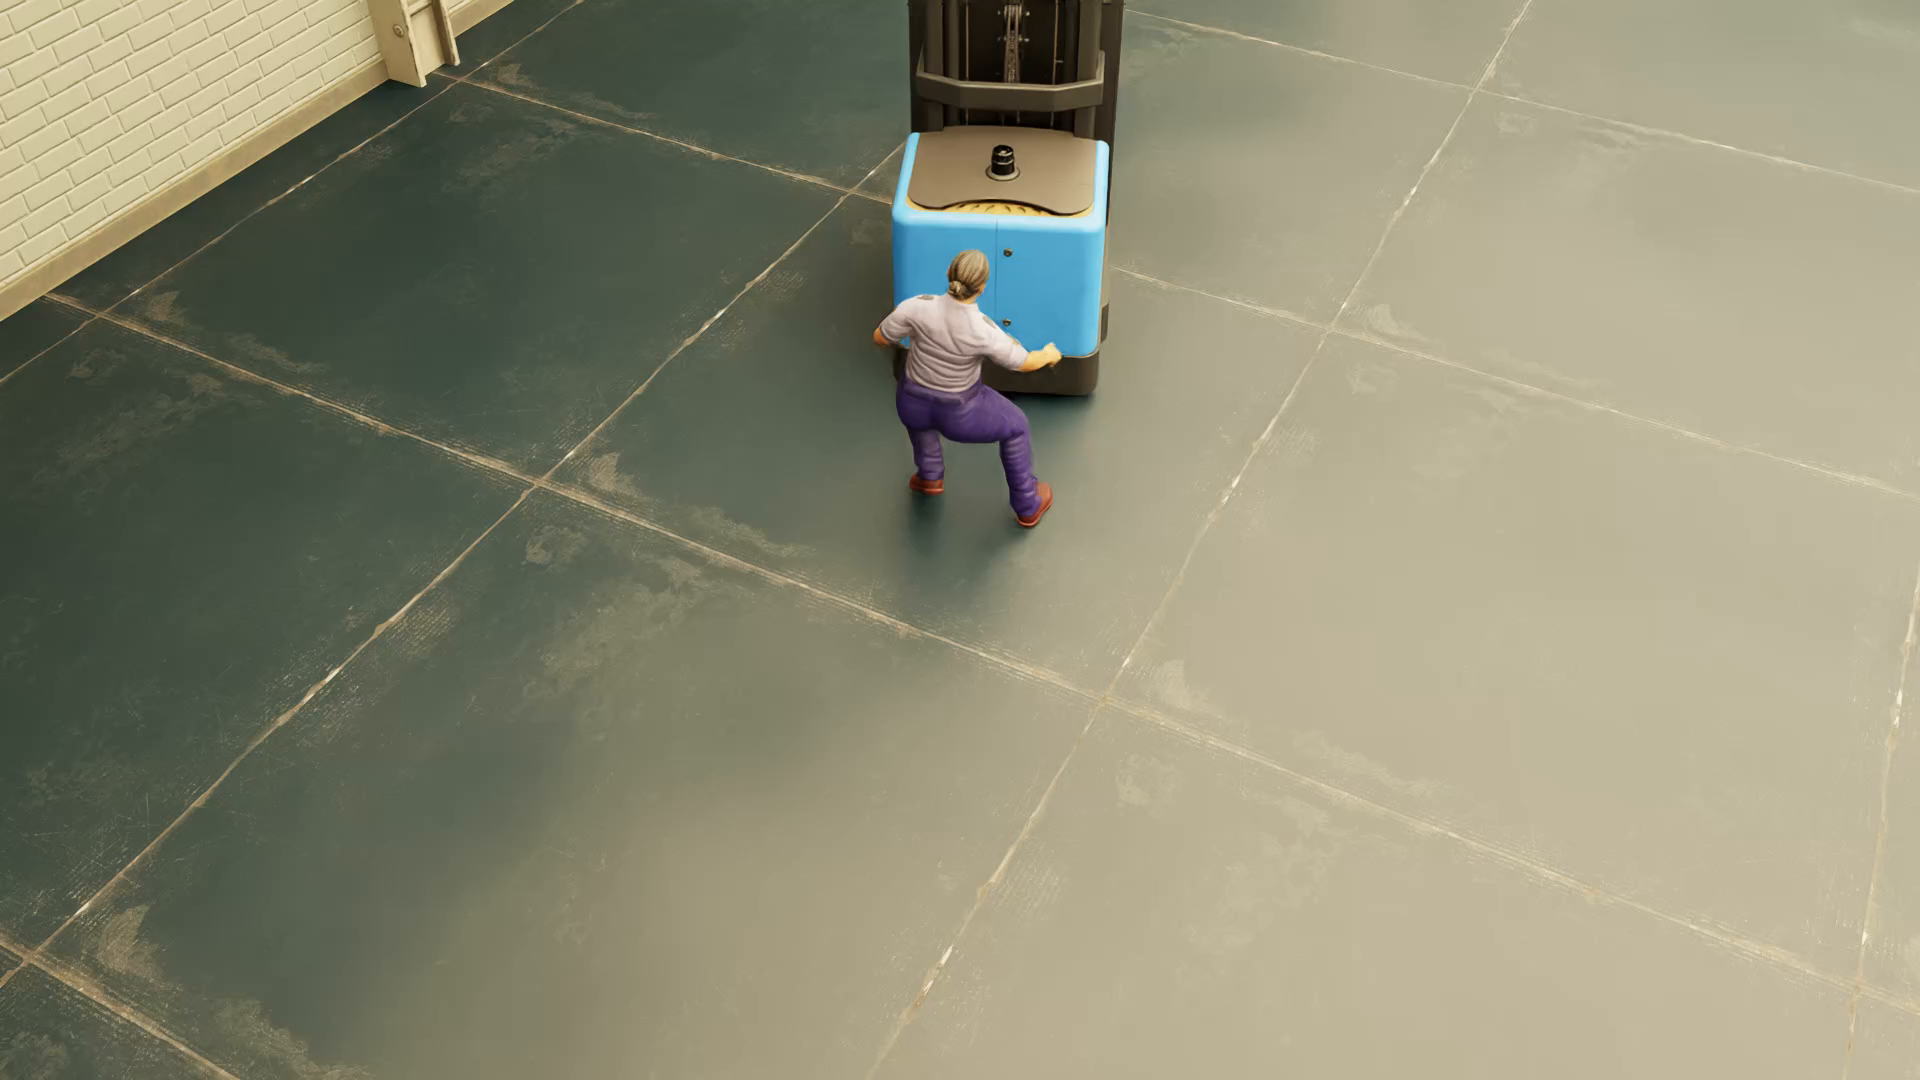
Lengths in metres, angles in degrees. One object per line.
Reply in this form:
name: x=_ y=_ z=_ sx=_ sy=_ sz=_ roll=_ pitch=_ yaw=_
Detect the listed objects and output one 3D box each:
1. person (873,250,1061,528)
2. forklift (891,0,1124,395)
person: x=0.013 y=-0.722 z=7.464 sx=0.824 sy=1.492 sz=0.587 roll=12 pitch=45 yaw=12
forklift: x=0.305 y=-2.811 z=8.637 sx=1.130 sy=2.935 sz=3.031 roll=3 pitch=43 yaw=4
